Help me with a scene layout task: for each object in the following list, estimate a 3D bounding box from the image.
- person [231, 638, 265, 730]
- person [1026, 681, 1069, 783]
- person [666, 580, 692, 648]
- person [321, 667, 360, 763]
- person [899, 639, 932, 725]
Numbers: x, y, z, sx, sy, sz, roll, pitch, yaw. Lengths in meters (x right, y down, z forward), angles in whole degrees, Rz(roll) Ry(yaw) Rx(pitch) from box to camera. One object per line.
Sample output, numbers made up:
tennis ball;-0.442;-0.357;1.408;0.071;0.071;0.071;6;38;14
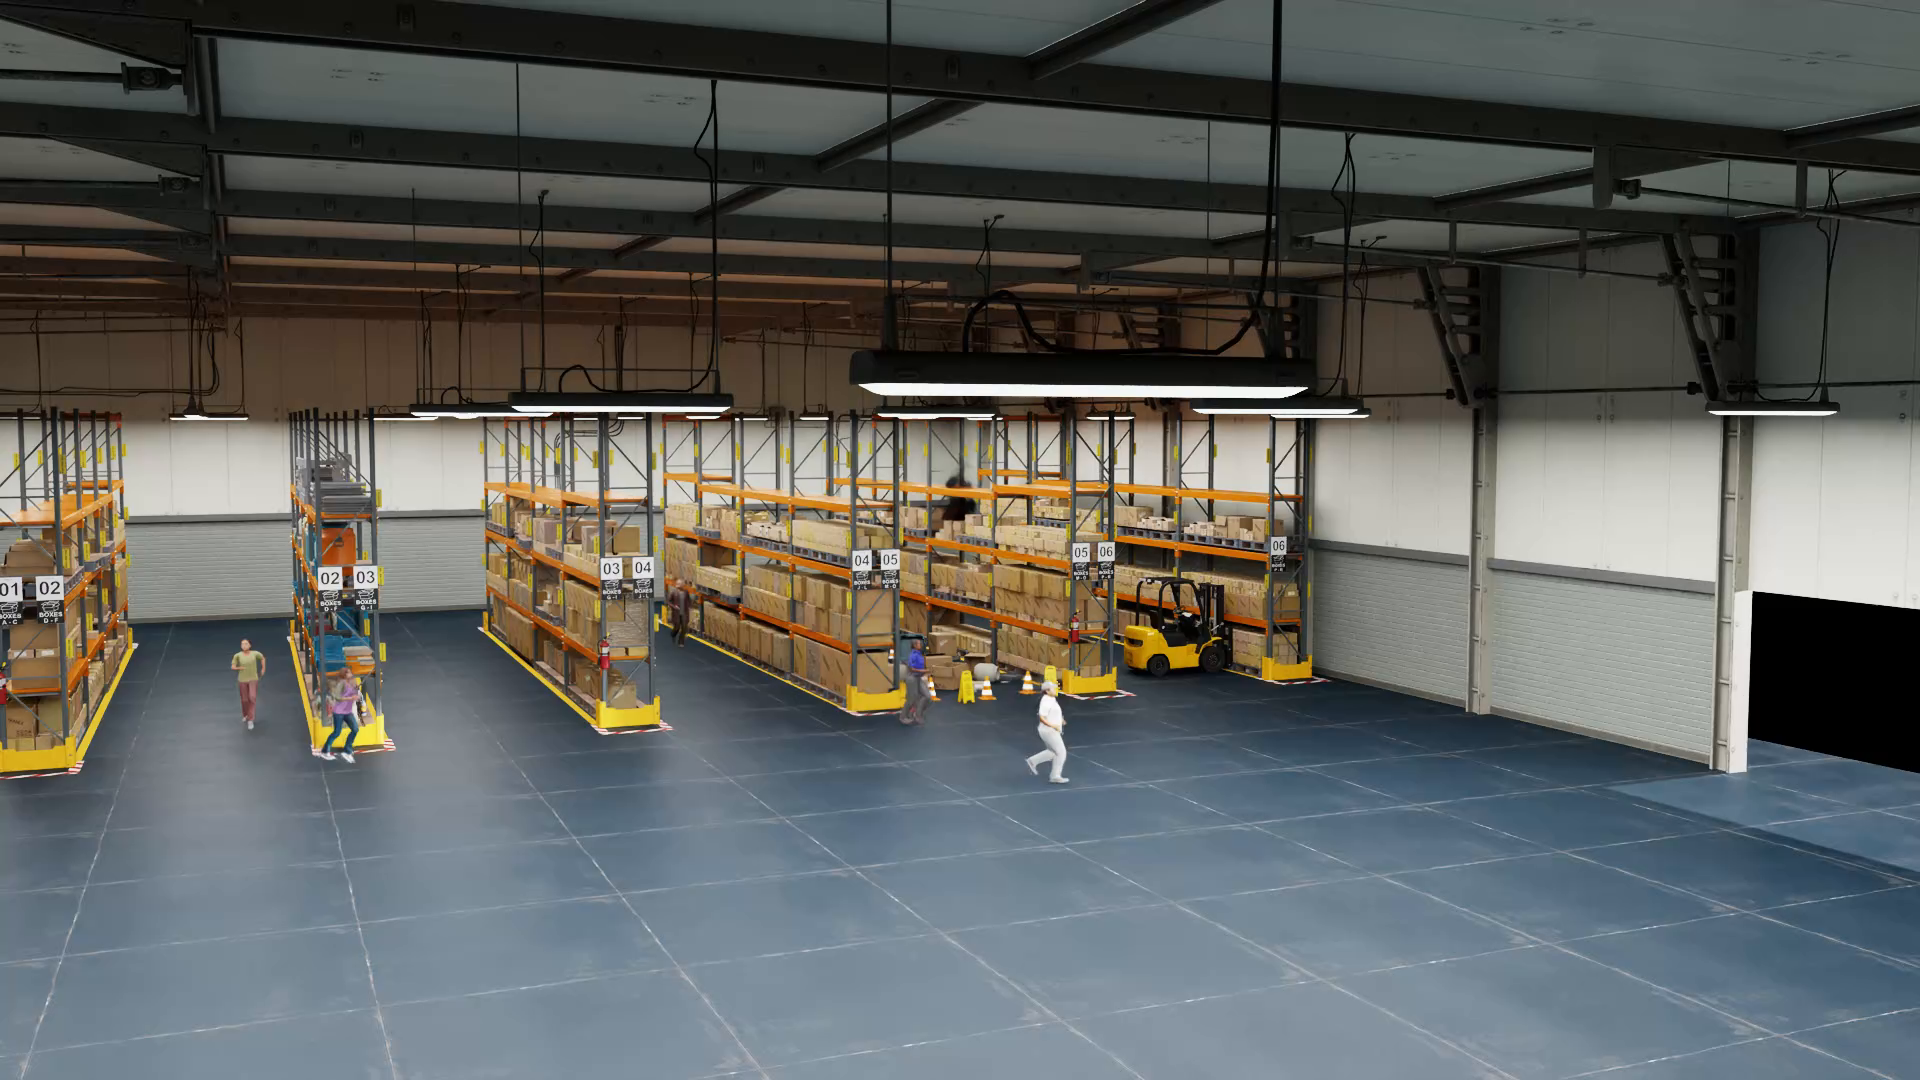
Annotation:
person;-13.459;2.695;31.429;0.578;1.686;0.911;-1;4;-17
person;1.392;3.054;26.515;0.688;1.620;0.613;0;4;4
person;-7.165;1.878;42.449;0.709;1.737;0.757;-2;5;-29
person;-10.442;2.964;28.158;0.686;1.636;0.536;1;4;10
person;-0.829;2.708;31.541;0.706;1.689;0.571;2;4;21
